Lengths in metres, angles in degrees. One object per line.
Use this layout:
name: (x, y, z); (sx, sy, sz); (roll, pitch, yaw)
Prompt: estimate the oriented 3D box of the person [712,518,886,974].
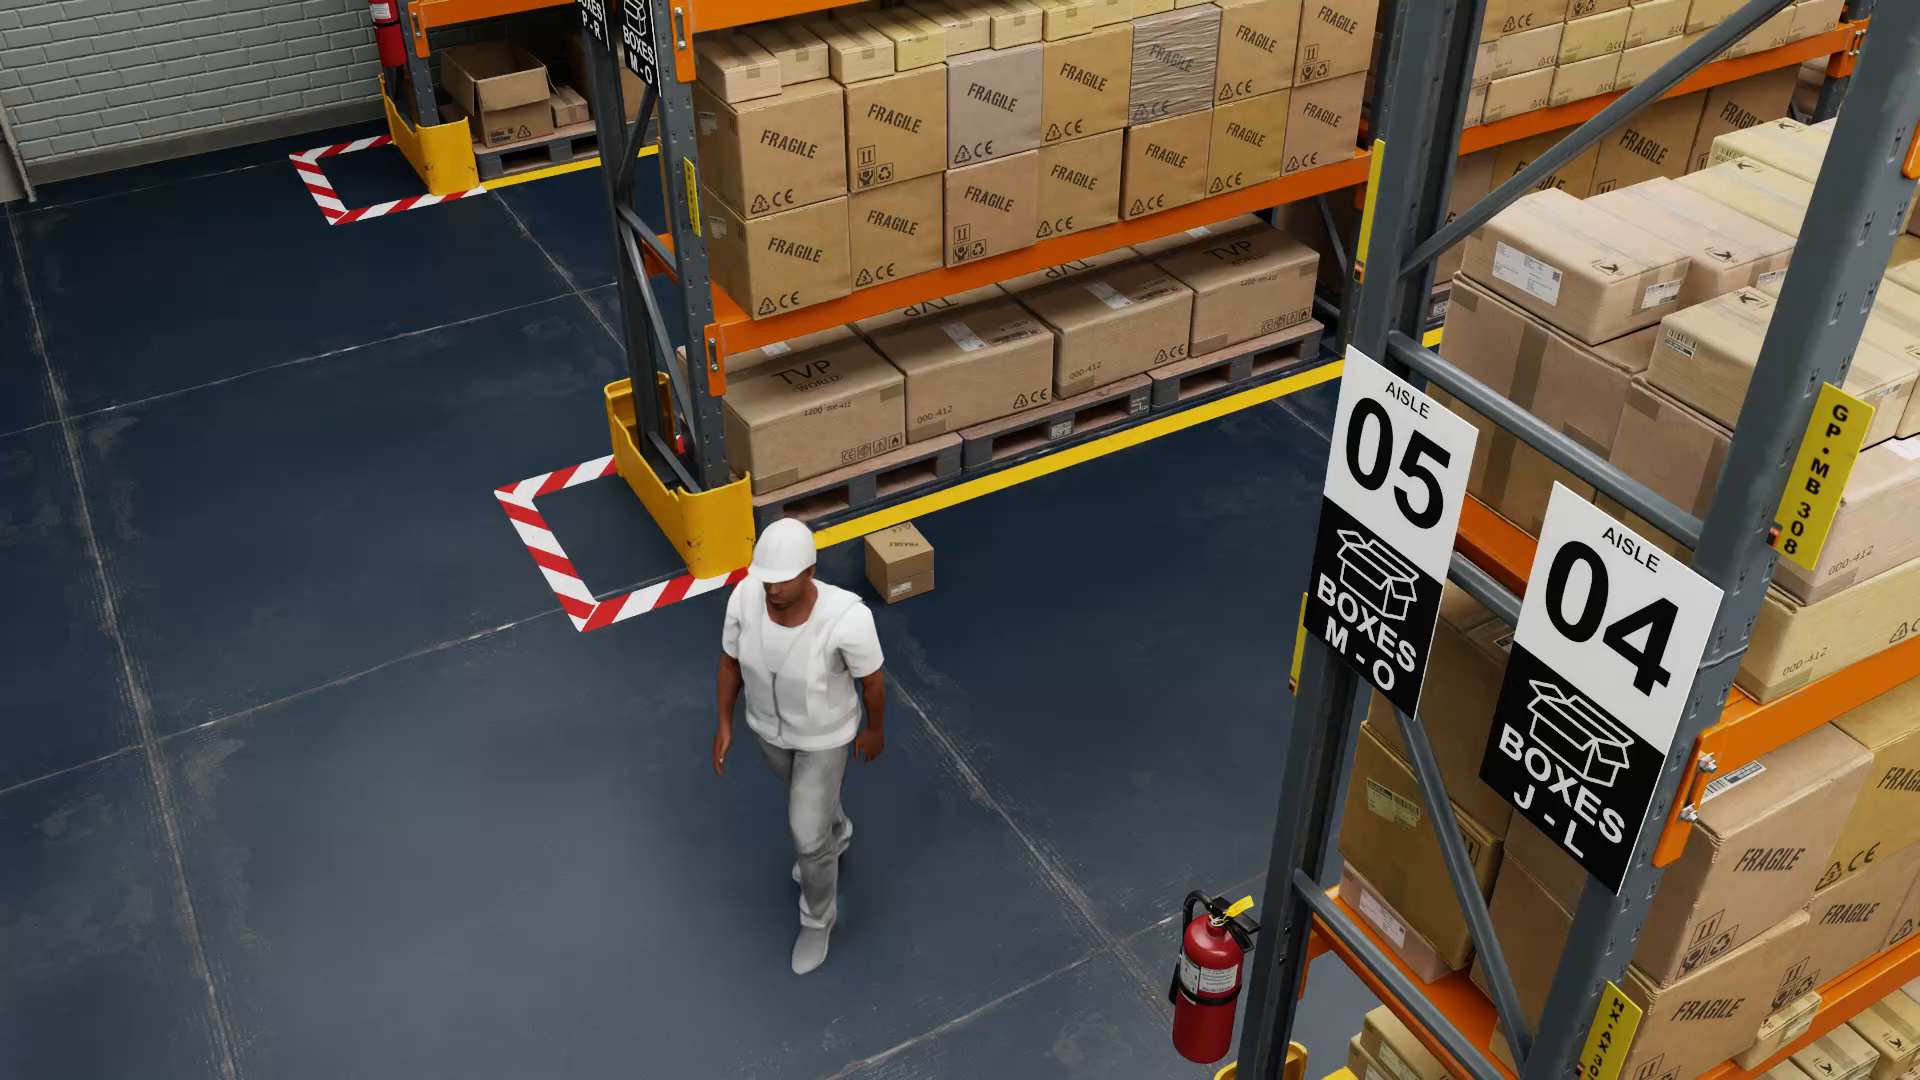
person: (-0.589, 0.706, 5.976); (0.583, 1.820, 0.666); (17, 40, 22)
